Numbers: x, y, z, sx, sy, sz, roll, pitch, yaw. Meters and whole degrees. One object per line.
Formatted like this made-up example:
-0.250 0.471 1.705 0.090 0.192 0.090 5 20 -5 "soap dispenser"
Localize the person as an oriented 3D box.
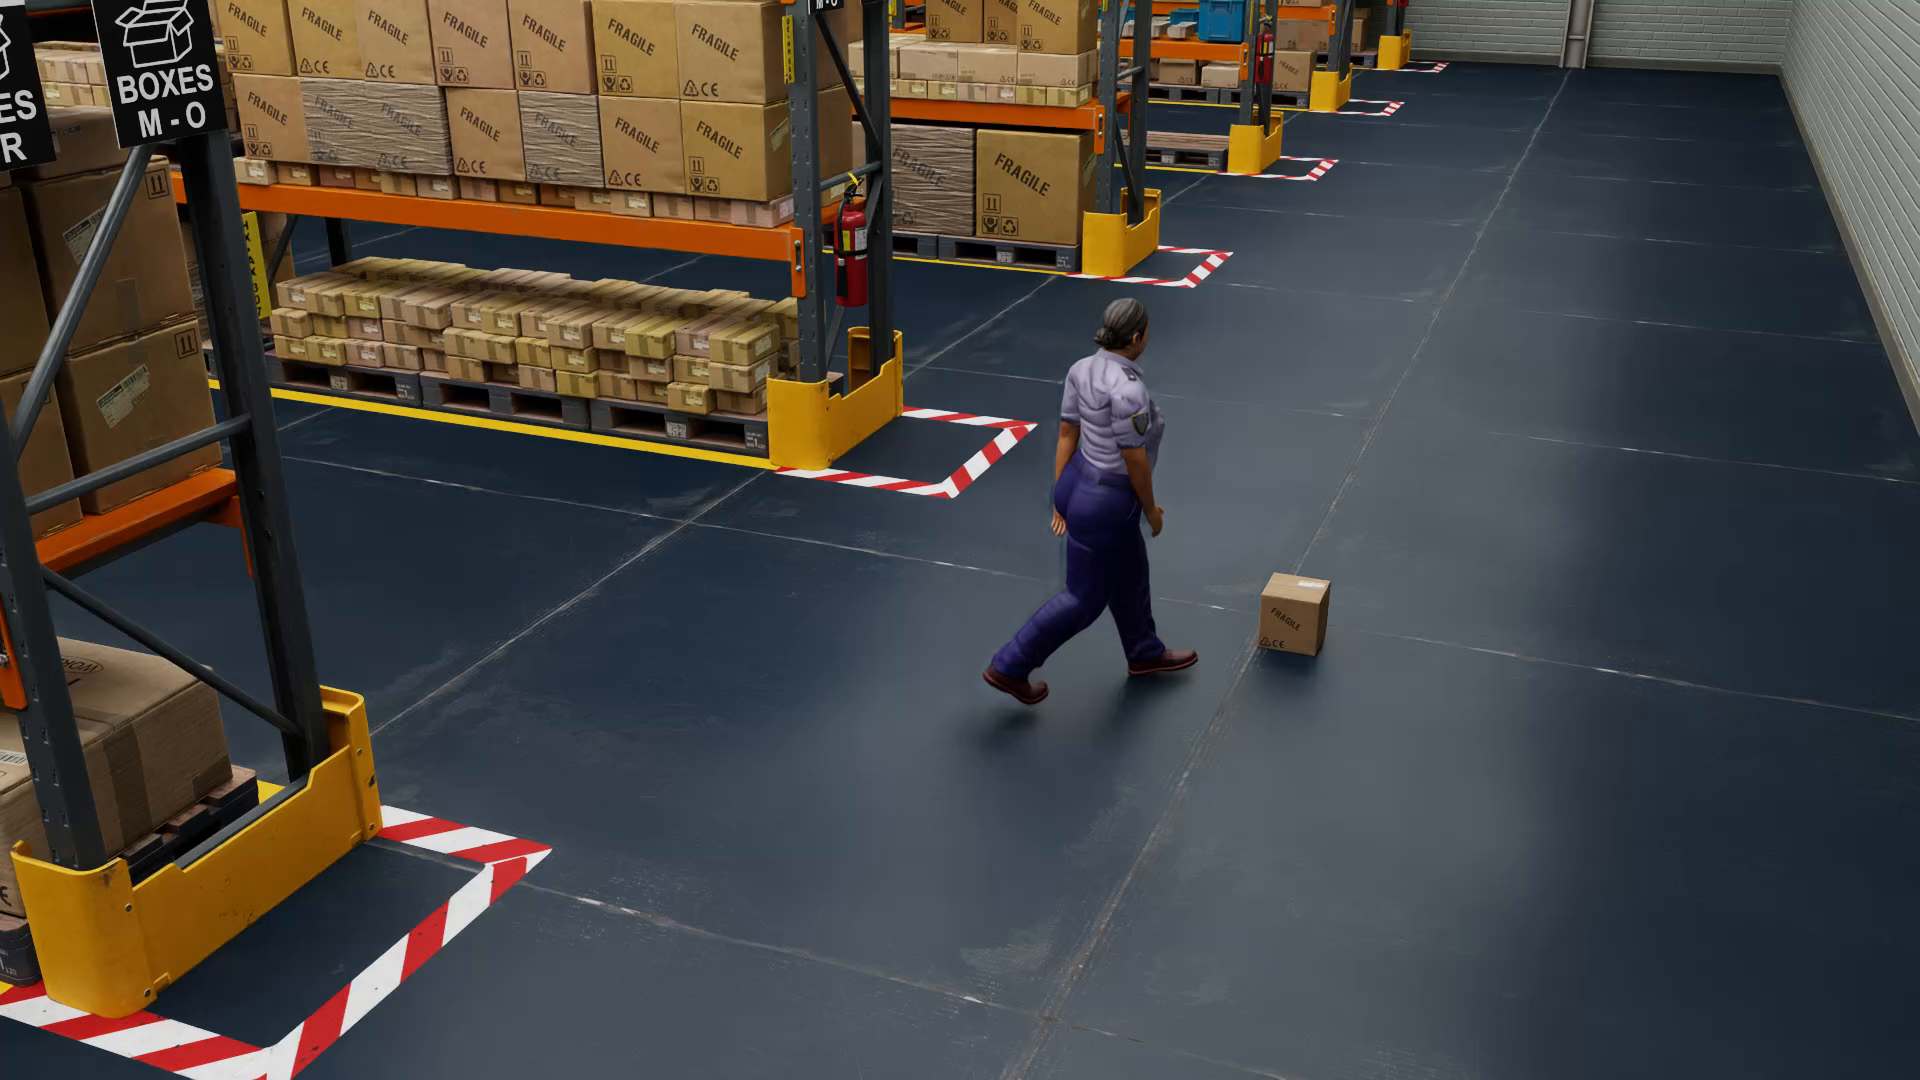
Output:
0.530 -0.139 6.448 0.981 1.610 0.450 -7 23 -16 "person"
